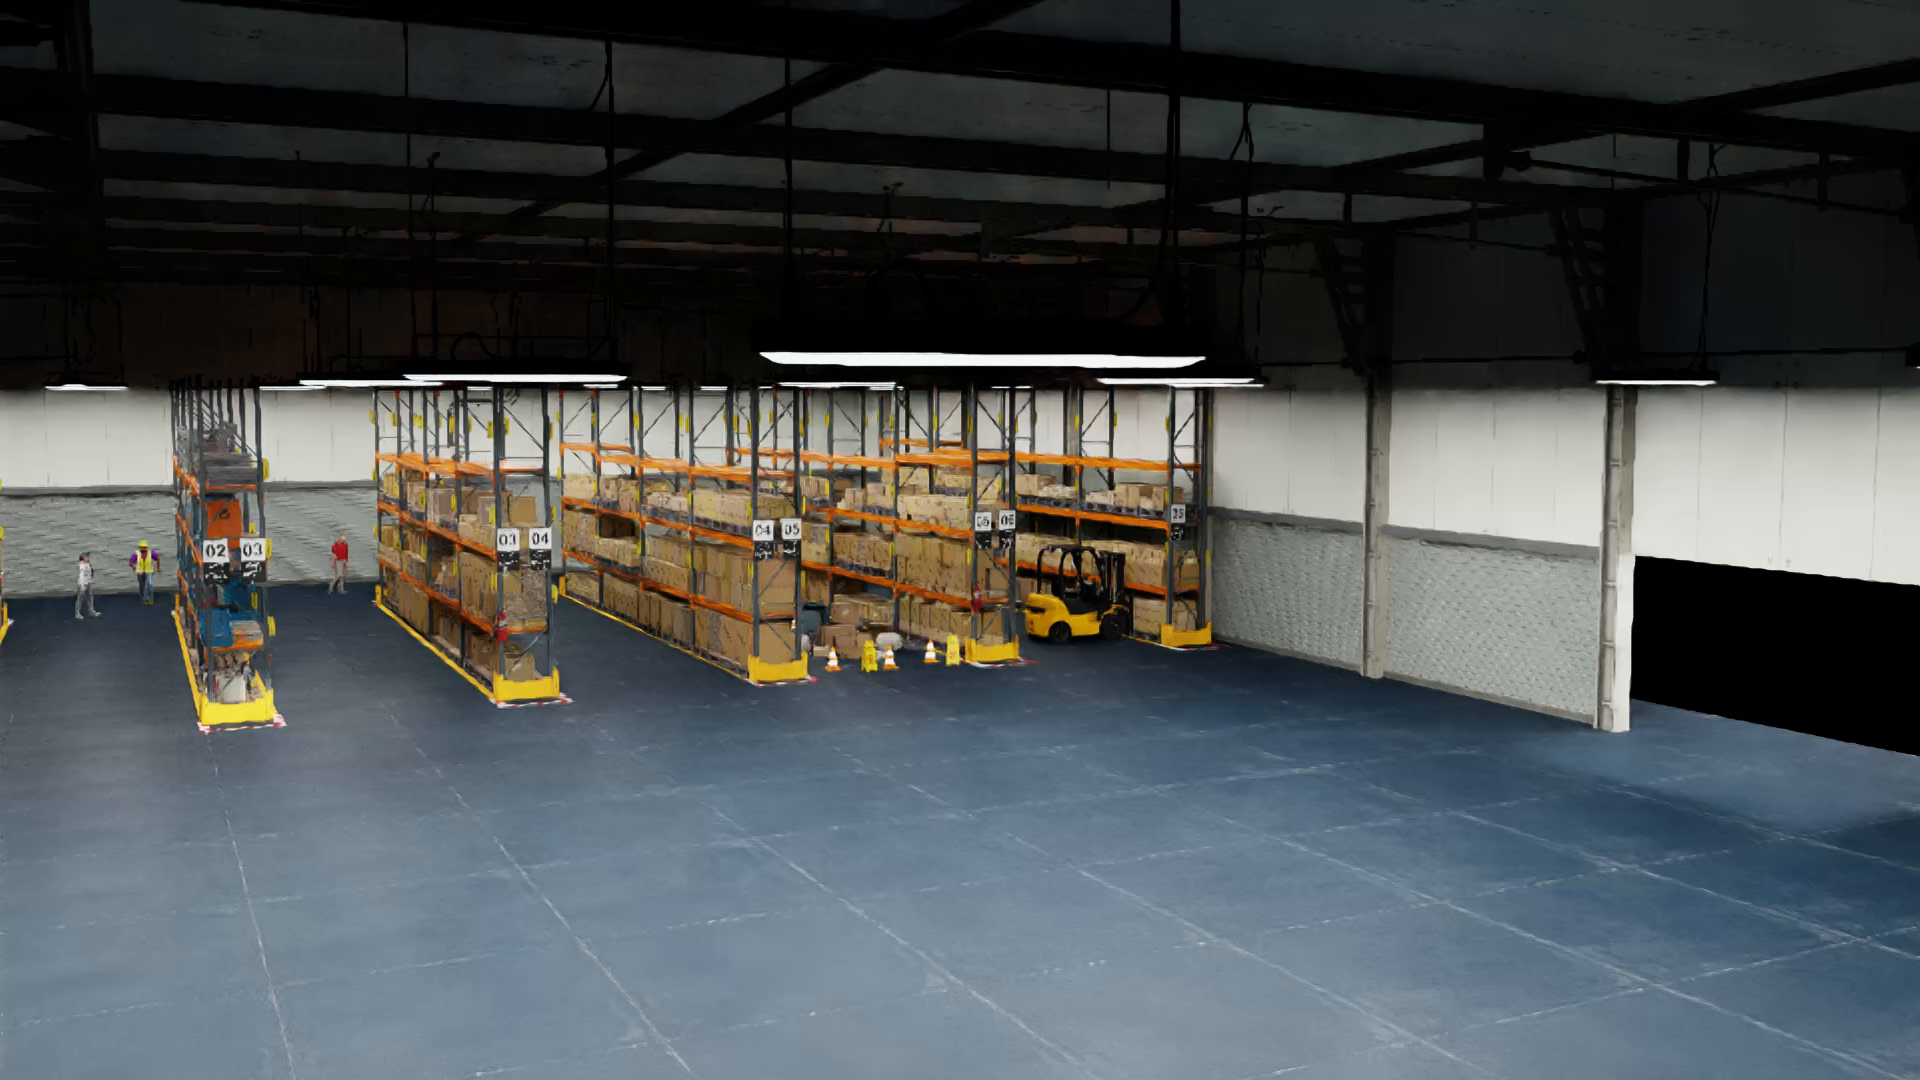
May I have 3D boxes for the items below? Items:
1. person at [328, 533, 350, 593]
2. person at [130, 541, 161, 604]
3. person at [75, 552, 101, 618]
[{"bbox_3d":[-17.698,0.655,47.352,0.499,1.714,0.650,2,5,22],"label":"person"},{"bbox_3d":[-22.093,0.865,45.087,0.731,1.703,0.804,-2,5,-22],"label":"person"},{"bbox_3d":[-22.194,1.122,42.241,0.524,1.667,0.672,-1,5,-10],"label":"person"}]
